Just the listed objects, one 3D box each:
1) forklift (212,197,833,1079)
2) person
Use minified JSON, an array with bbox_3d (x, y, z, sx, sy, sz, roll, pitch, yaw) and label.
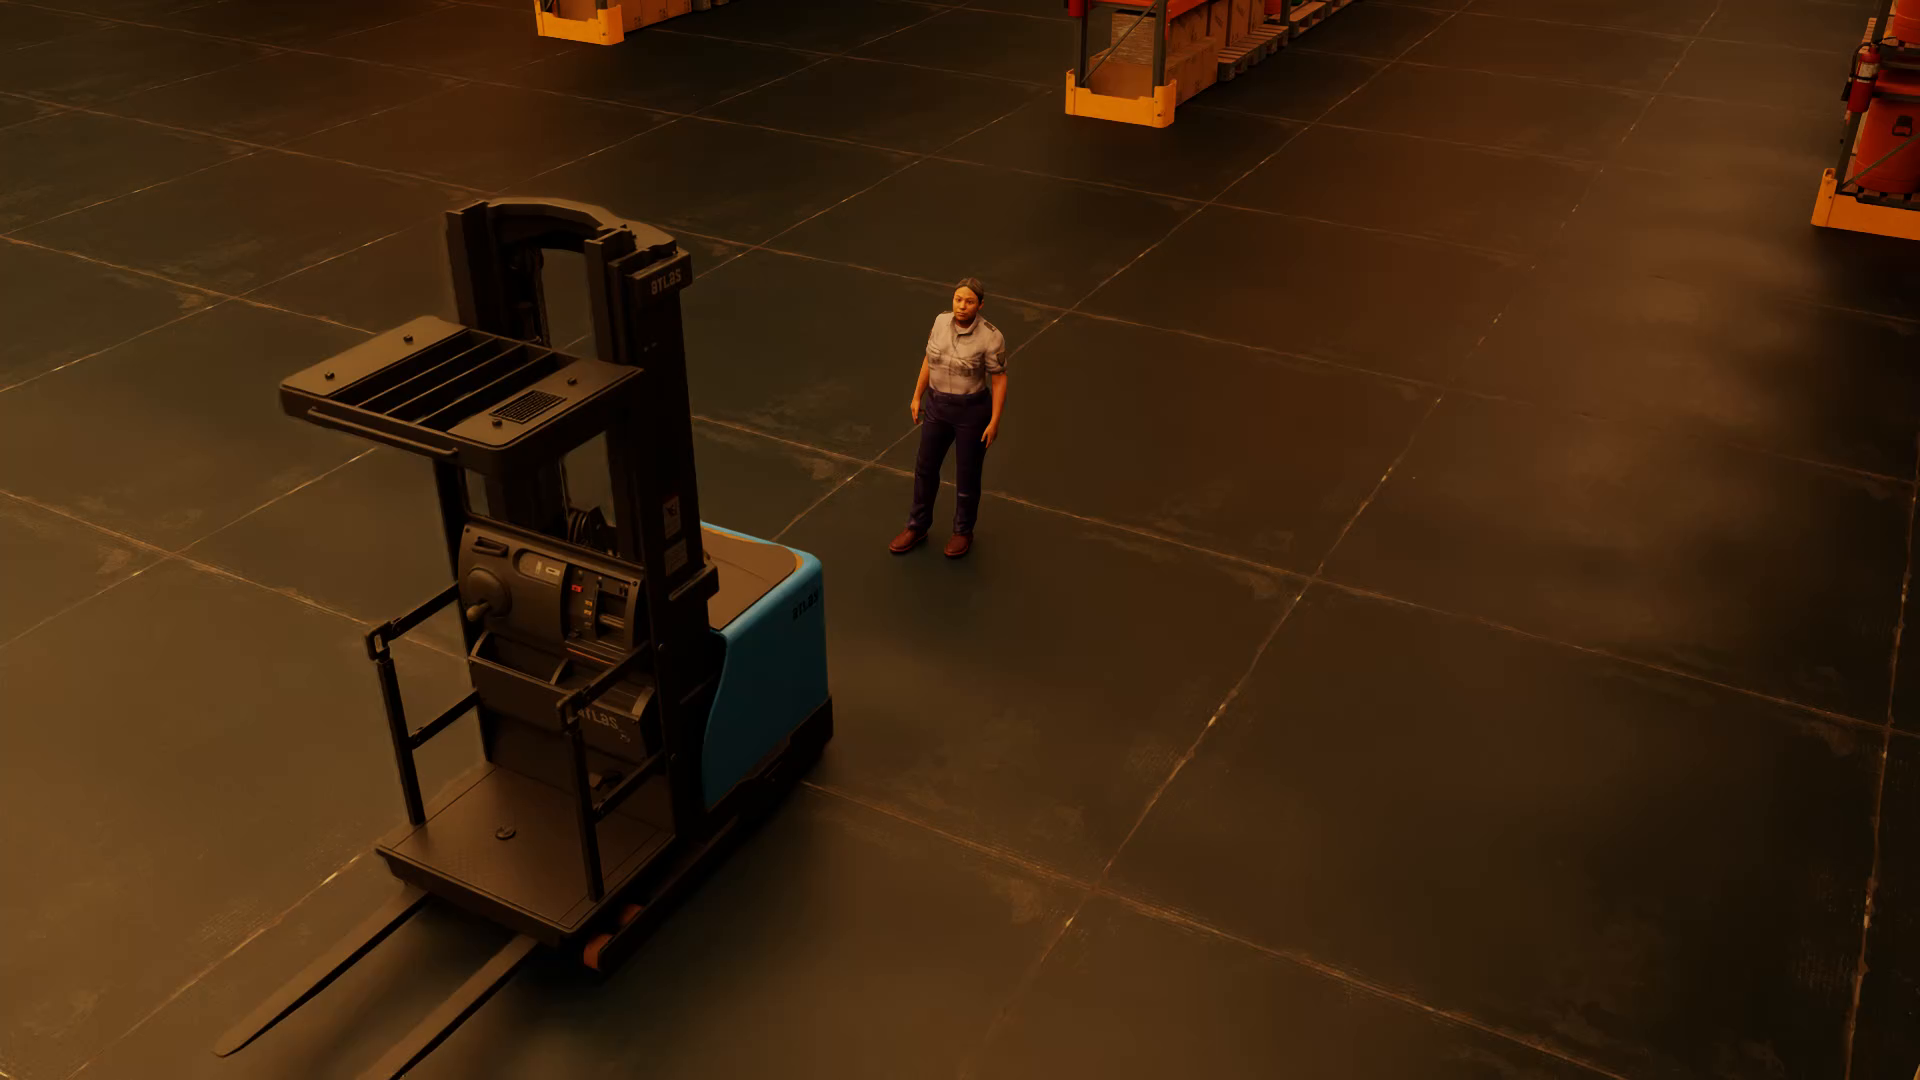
[{"bbox_3d":[-1.780,0.261,6.618,1.130,2.935,3.031,16,33,25],"label":"forklift"},{"bbox_3d":[-0.064,-0.682,9.531,0.598,1.643,0.502,15,33,25],"label":"person"}]
